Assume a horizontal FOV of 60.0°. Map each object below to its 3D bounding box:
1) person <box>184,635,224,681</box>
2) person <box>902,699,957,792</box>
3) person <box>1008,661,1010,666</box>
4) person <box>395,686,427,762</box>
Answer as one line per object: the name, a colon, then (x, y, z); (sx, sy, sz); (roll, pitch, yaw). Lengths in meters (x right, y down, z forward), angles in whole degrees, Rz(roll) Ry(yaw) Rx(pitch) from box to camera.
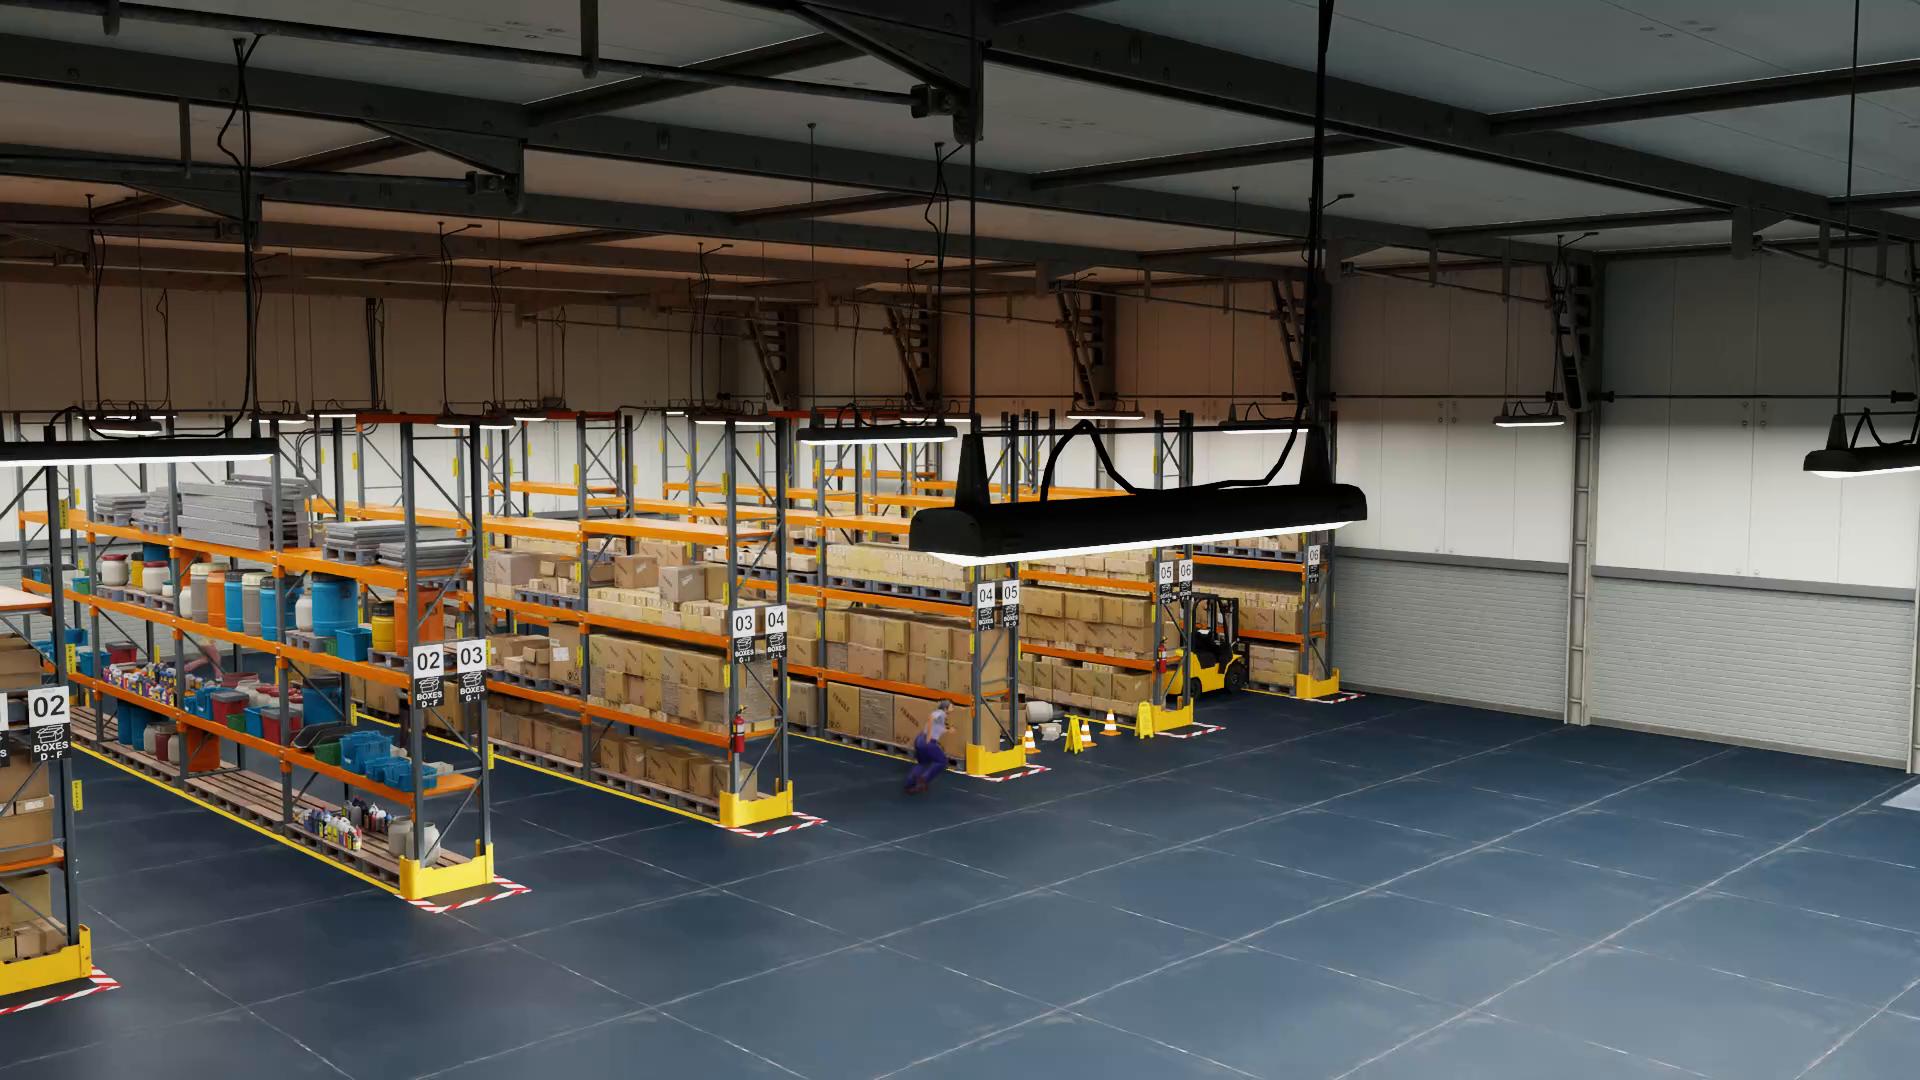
person: (-16.658, 2.349, 36.660); (0.983, 1.626, 0.567); (-2, 5, -19)
person: (-0.463, 3.286, 26.438); (0.889, 1.488, 0.646); (-1, 5, -10)
person: (0.788, 2.267, 37.281); (0.903, 1.640, 0.566); (5, 7, 44)
person: (-9.527, 2.972, 28.873); (0.595, 1.775, 0.833); (-4, 6, -38)
